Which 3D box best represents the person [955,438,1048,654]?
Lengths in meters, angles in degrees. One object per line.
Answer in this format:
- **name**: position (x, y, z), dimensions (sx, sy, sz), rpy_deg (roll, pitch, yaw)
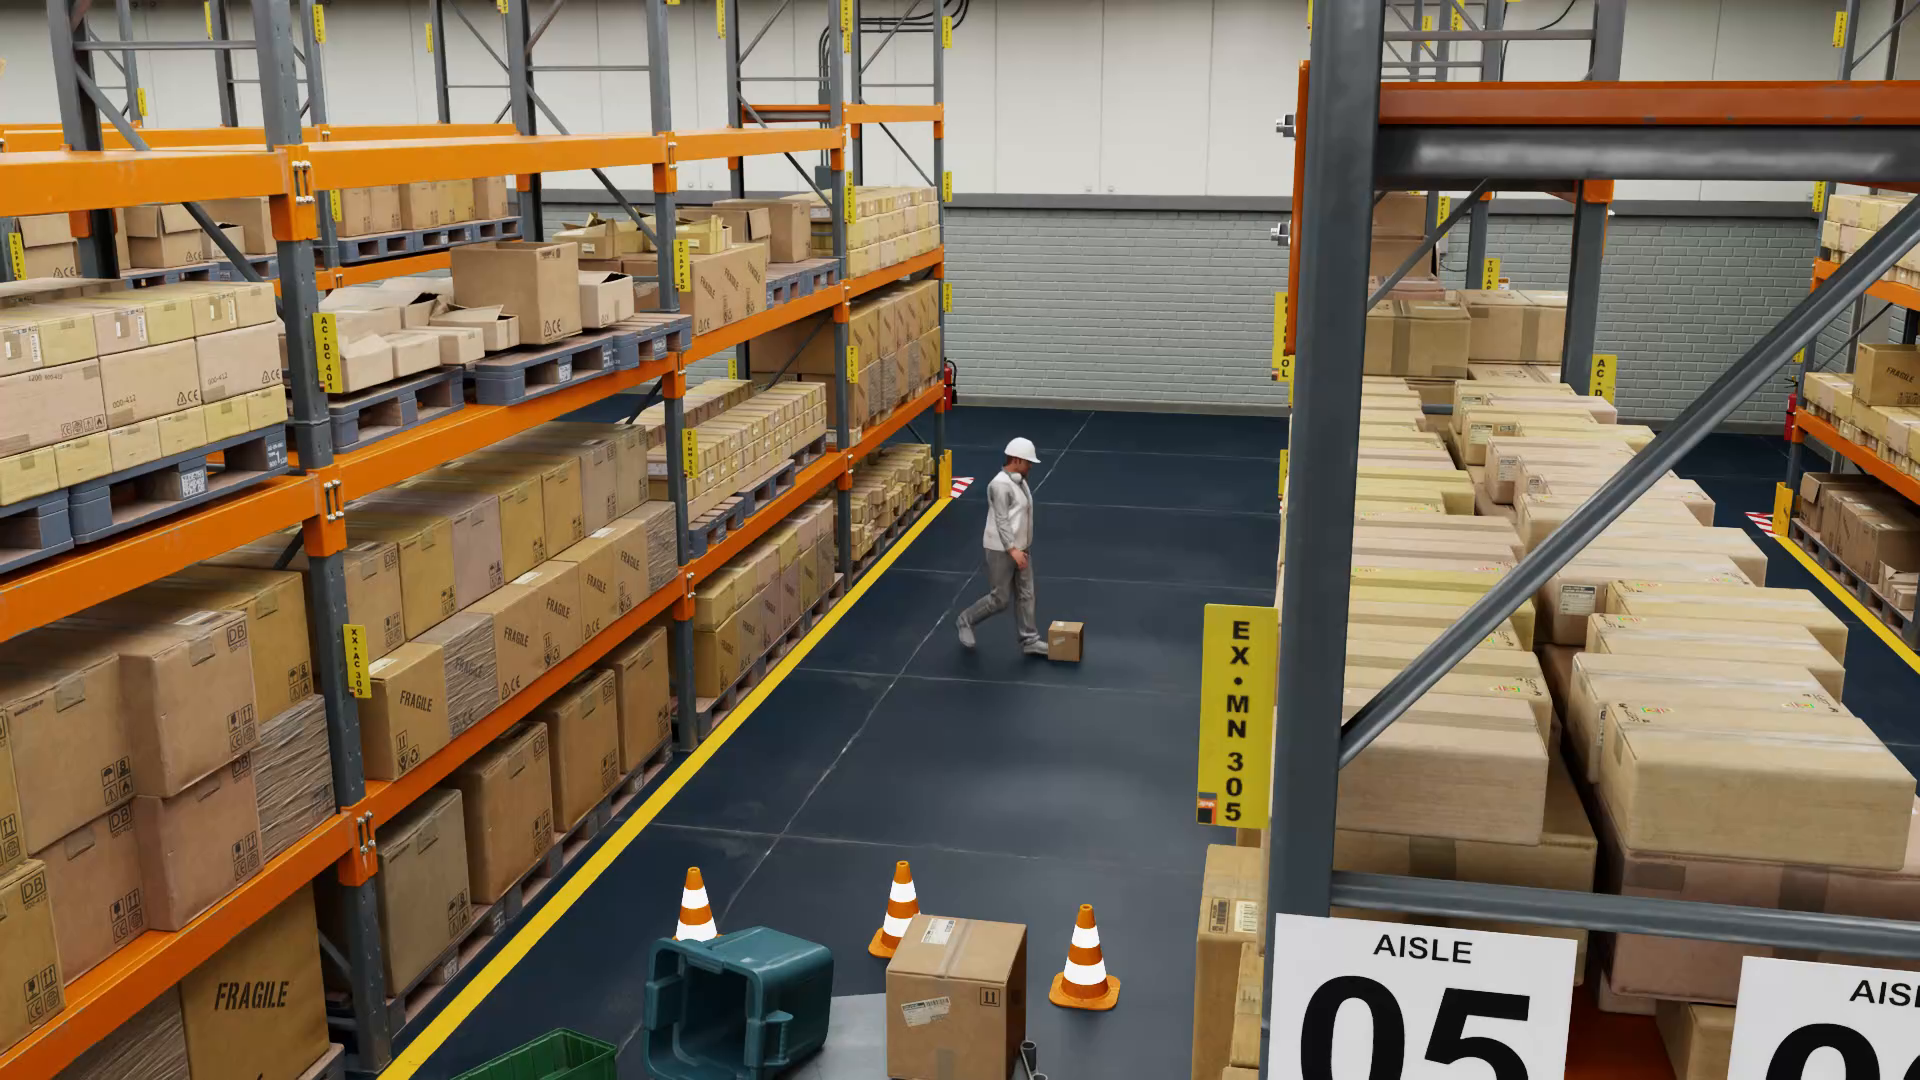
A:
- **person**: position (0.372, 0.053, 13.240), dimensions (0.851, 1.757, 0.551), rpy_deg (7, 16, 26)
